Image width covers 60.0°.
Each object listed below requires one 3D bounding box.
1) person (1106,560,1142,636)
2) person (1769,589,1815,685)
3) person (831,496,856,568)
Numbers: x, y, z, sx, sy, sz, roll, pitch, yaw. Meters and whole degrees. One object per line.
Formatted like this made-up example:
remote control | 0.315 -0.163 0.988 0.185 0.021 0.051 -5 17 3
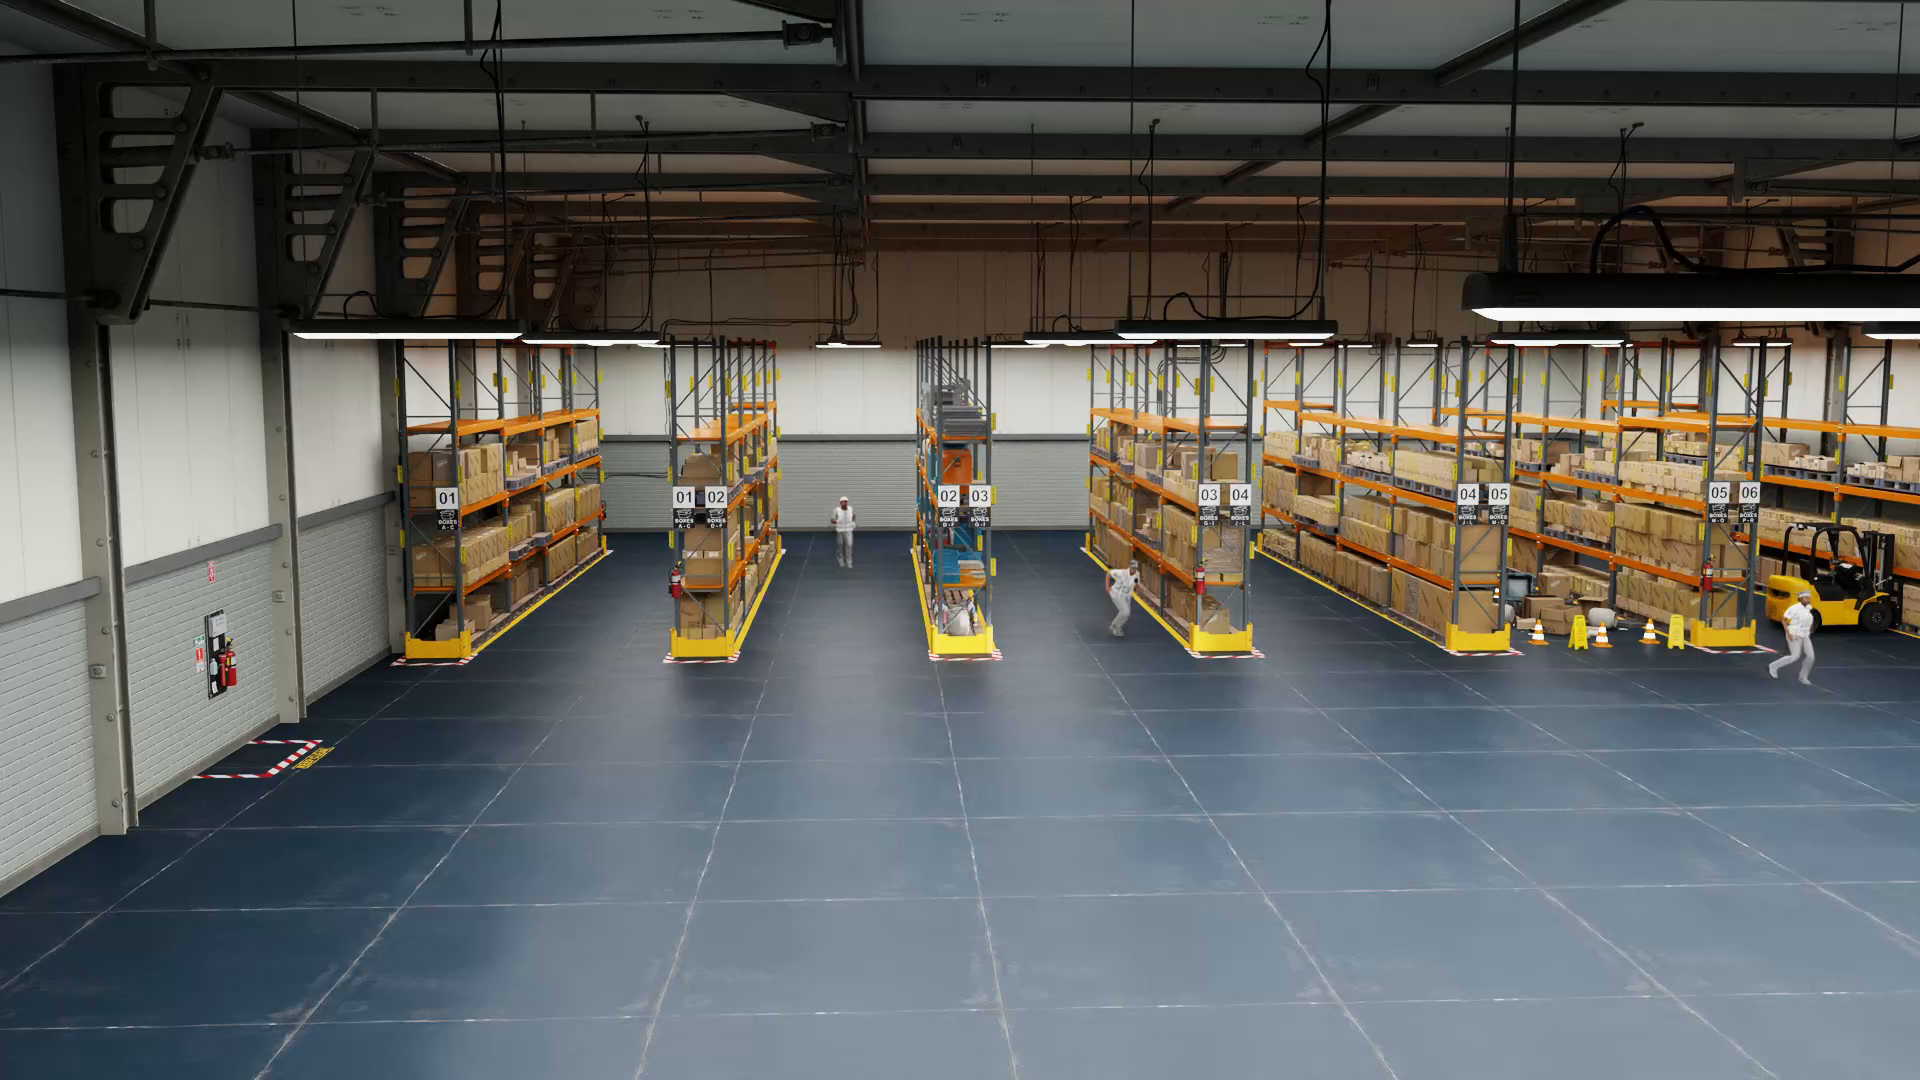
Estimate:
person | 3.250 1.163 33.224 0.699 1.572 0.939 -4 8 -32
person | 14.459 1.674 28.745 0.767 1.685 0.583 -3 7 -25
person | -2.931 -0.190 42.057 0.684 1.826 0.936 -2 7 -14
